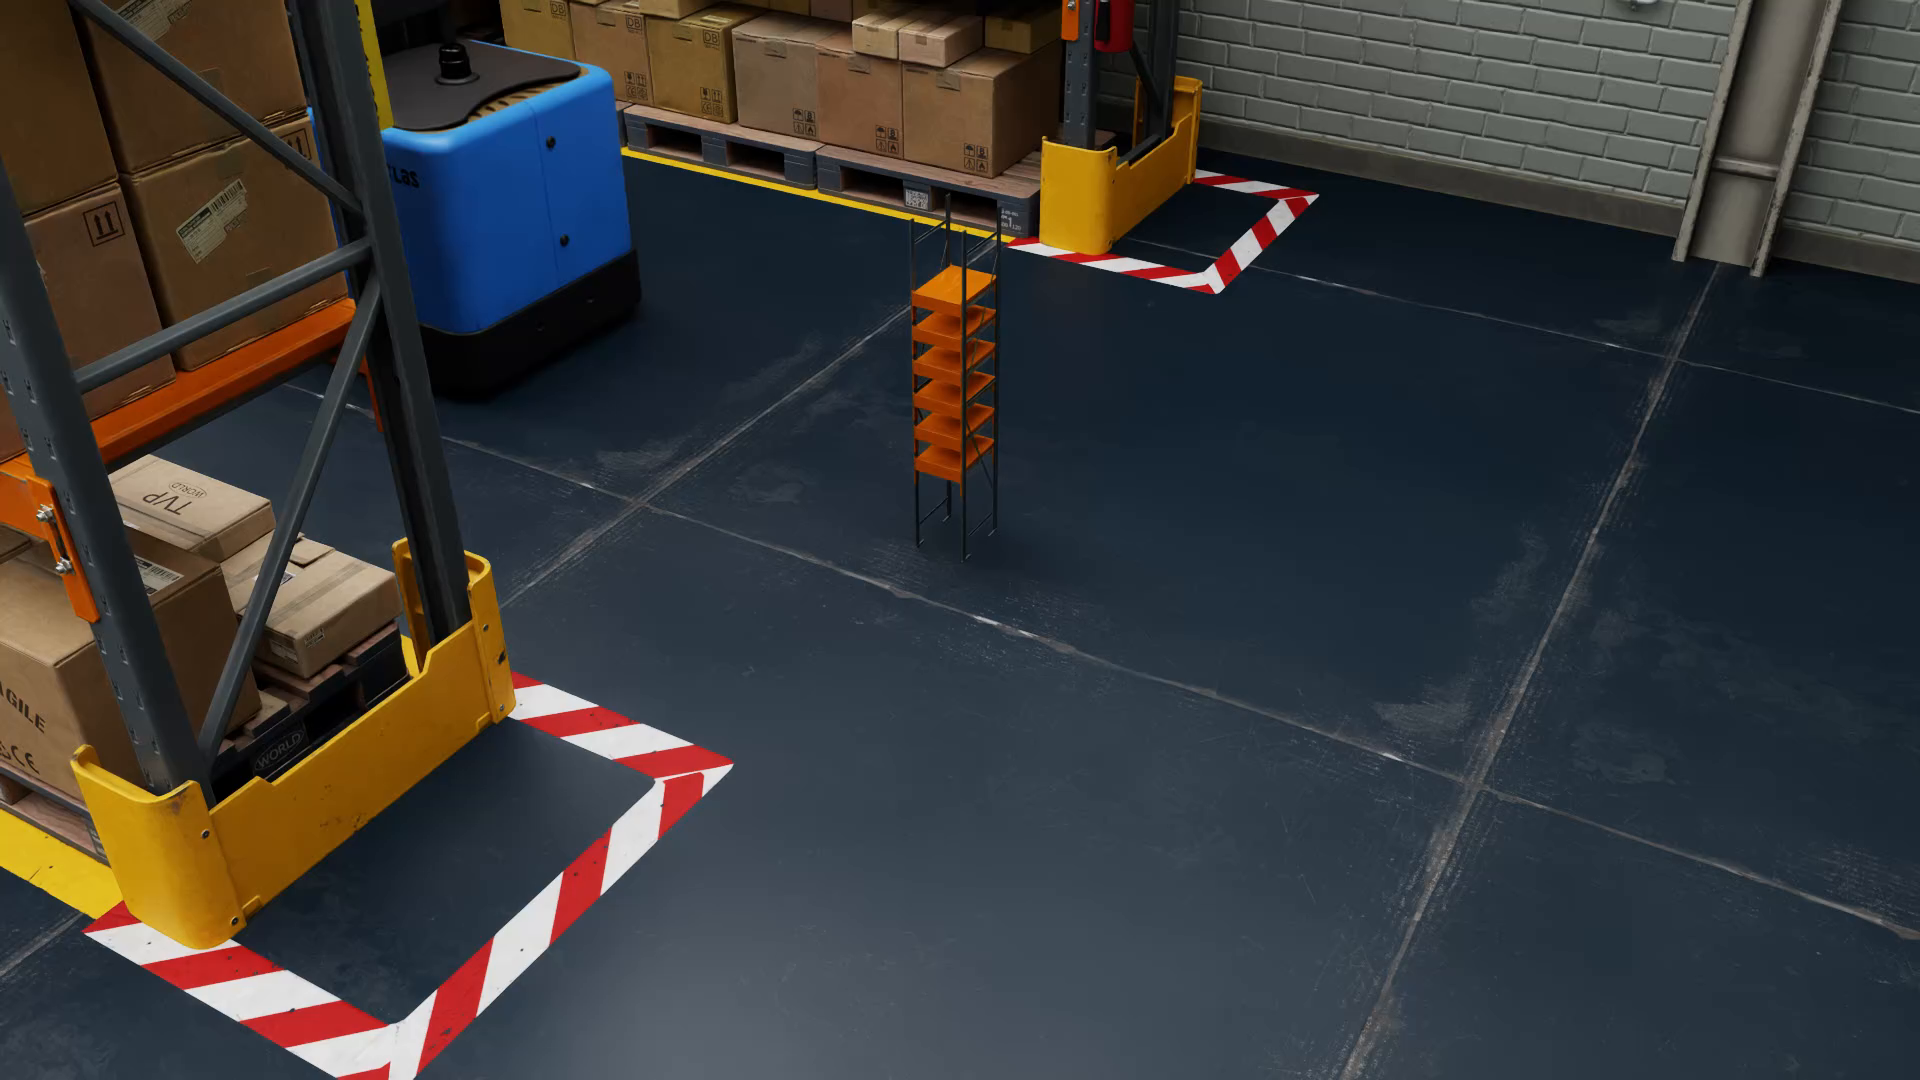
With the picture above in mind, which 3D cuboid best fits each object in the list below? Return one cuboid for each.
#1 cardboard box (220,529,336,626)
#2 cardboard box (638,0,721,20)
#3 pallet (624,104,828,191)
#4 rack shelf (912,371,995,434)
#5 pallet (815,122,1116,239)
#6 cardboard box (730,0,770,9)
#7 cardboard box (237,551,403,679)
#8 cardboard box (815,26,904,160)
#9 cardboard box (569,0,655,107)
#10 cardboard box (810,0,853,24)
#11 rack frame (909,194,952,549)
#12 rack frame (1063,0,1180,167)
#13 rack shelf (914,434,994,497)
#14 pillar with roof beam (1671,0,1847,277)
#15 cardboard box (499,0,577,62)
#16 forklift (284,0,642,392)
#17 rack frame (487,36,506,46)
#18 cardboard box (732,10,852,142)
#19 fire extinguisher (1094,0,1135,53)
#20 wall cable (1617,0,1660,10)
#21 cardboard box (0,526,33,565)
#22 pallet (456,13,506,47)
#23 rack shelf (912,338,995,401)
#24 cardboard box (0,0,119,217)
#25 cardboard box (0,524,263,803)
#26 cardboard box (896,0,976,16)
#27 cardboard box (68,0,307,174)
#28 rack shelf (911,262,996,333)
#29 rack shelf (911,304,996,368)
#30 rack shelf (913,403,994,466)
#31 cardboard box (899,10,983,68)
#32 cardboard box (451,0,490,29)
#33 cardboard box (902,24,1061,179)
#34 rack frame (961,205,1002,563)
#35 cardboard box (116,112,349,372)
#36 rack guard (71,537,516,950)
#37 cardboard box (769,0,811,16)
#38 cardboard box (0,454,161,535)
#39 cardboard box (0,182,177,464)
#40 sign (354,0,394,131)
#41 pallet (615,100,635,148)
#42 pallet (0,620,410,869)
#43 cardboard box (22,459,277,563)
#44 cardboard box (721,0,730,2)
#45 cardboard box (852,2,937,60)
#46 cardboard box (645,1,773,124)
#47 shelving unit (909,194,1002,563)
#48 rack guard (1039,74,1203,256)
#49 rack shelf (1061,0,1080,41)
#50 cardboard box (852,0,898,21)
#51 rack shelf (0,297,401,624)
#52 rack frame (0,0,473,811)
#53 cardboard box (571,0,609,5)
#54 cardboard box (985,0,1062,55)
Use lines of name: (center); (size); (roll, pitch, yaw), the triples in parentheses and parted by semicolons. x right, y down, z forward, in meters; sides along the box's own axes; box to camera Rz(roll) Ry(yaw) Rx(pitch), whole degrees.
cardboard box: (-2.095, 0.139, 4.995); (0.250, 0.166, 0.380); (18, 37, 24)
cardboard box: (-1.445, -2.817, 8.565); (0.250, 0.149, 0.380); (16, 37, 23)
pallet: (-1.019, -2.251, 8.940); (1.213, 0.211, 1.003); (18, 37, 24)
rack shelf: (-0.013, -0.466, 5.448); (0.180, 0.103, 0.258); (18, 37, 24)
pallet: (0.036, -1.915, 8.435); (1.213, 0.211, 1.003); (18, 37, 24)
cardboard box: (-1.001, -2.921, 8.722); (0.250, 0.149, 0.380); (17, 37, 24)
cardboard box: (-1.878, 0.215, 4.897); (0.250, 0.149, 0.380); (18, 37, 24)
cardboard box: (-0.322, -2.309, 8.388); (0.500, 0.500, 0.700); (17, 37, 24)
cardboard box: (-1.671, -2.733, 9.024); (0.500, 0.500, 0.700); (17, 37, 24)
cardboard box: (-0.559, -2.781, 8.512); (0.250, 0.149, 0.380); (18, 38, 25)
rack frame: (-0.092, -0.529, 5.461); (0.006, 1.200, 0.240); (18, 37, 24)
rack frame: (0.769, -2.893, 7.388); (0.127, 3.000, 1.000); (18, 37, 24)
rack shelf: (-0.013, -0.267, 5.581); (0.180, 0.103, 0.258); (18, 37, 24)
pillar with roof beam: (1.407, -2.992, 2.125); (0.400, 9.000, 9.100); (18, 37, 24)
cardboard box: (-2.105, -2.873, 9.234); (0.500, 0.500, 0.700); (18, 38, 25)
forklift: (-2.905, -2.402, 6.713); (3.031, 2.935, 1.130); (18, 38, 25)
rack frame: (-2.703, -3.993, 9.040); (0.127, 3.000, 1.000); (18, 37, 24)
cardboard box: (-0.759, -2.447, 8.595); (0.500, 0.500, 0.700); (16, 37, 23)
fire extinguisher: (0.671, -2.442, 7.117); (0.183, 0.674, 0.296); (18, 37, 24)
wall cable: (2.350, -3.419, 7.262); (1.851, 1.984, 0.084); (18, 37, 24)
cardboard box: (-3.089, 0.146, 4.908); (0.500, 0.250, 0.500); (18, 37, 24)
pallet: (-3.411, -3.009, 10.077); (1.213, 0.211, 1.003); (18, 37, 24)
rack shelf: (-0.013, -0.566, 5.382); (0.180, 0.103, 0.258); (18, 37, 24)
cardboard box: (-2.208, -0.956, 3.487); (0.500, 0.500, 0.500); (17, 37, 24)
cardboard box: (-2.280, 0.318, 4.425); (0.500, 0.500, 0.500); (18, 37, 24)
cardboard box: (-0.120, -2.643, 8.303); (0.250, 0.149, 0.380); (18, 38, 25)
cardboard box: (-1.940, -1.215, 3.876); (0.500, 0.500, 0.500); (19, 38, 26)
rack shelf: (-0.013, -0.766, 5.248); (0.180, 0.103, 0.258); (18, 37, 24)
rack shelf: (-0.013, -0.666, 5.315); (0.180, 0.103, 0.258); (18, 37, 24)
rack shelf: (-0.013, -0.367, 5.515); (0.180, 0.103, 0.258); (18, 37, 24)
cardboard box: (-0.090, -2.390, 7.923); (0.250, 0.149, 0.380); (17, 37, 24)
cardboard box: (-3.332, -3.389, 9.694); (0.750, 0.750, 0.750); (18, 38, 25)
cardboard box: (0.112, -2.172, 8.182); (0.500, 0.500, 0.700); (18, 37, 24)
rack frame: (0.067, -0.478, 5.386); (0.006, 1.200, 0.240); (18, 37, 24)
cardboard box: (-1.940, -0.799, 4.153); (0.500, 0.500, 0.500); (18, 38, 25)
rack guard: (-1.751, 0.511, 4.531); (0.348, 0.500, 1.175); (18, 37, 24)
cardboard box: (-0.782, -2.852, 8.617); (0.250, 0.149, 0.380); (18, 38, 25)
cardboard box: (-2.885, -0.108, 5.290); (0.500, 0.250, 0.500); (18, 37, 24)
cardboard box: (-2.209, -0.542, 3.768); (0.500, 0.500, 0.500); (19, 38, 26)
sign: (-1.416, -1.130, 3.959); (0.005, 0.325, 0.100); (18, 37, 24)
pallet: (-2.082, -2.586, 9.443); (1.213, 0.211, 1.003); (18, 37, 24)
pallet: (-2.444, 0.413, 4.940); (1.213, 0.211, 1.003); (18, 37, 24)
cardboard box: (-2.451, 0.029, 5.083); (0.500, 0.250, 0.500); (18, 37, 24)
cardboard box: (-1.226, -2.992, 8.828); (0.250, 0.149, 0.380); (18, 38, 25)
cardboard box: (-0.312, -2.459, 8.028); (0.250, 0.149, 0.380); (19, 38, 26)
cardboard box: (-1.226, -2.591, 8.810); (0.500, 0.500, 0.700); (18, 38, 25)
shelving unit: (-0.013, -0.503, 5.423); (0.189, 1.200, 0.258); (18, 37, 24)
rack guard: (0.790, -1.846, 8.071); (0.348, 0.500, 1.175); (18, 37, 24)
rack shelf: (-0.967, -3.144, 8.414); (4.000, 0.370, 1.077); (18, 37, 24)
cardboard box: (-0.337, -2.712, 8.407); (0.250, 0.149, 0.380); (18, 38, 25)
rack shelf: (-3.422, -0.759, 4.832); (4.000, 0.370, 1.077); (18, 37, 24)
rack frame: (-1.685, -0.508, 3.807); (0.127, 3.000, 1.000); (18, 37, 24)
cardboard box: (-1.898, -2.961, 8.781); (0.250, 0.149, 0.380); (19, 38, 26)
cardboard box: (0.320, -2.504, 8.095); (0.250, 0.149, 0.380); (18, 38, 25)
